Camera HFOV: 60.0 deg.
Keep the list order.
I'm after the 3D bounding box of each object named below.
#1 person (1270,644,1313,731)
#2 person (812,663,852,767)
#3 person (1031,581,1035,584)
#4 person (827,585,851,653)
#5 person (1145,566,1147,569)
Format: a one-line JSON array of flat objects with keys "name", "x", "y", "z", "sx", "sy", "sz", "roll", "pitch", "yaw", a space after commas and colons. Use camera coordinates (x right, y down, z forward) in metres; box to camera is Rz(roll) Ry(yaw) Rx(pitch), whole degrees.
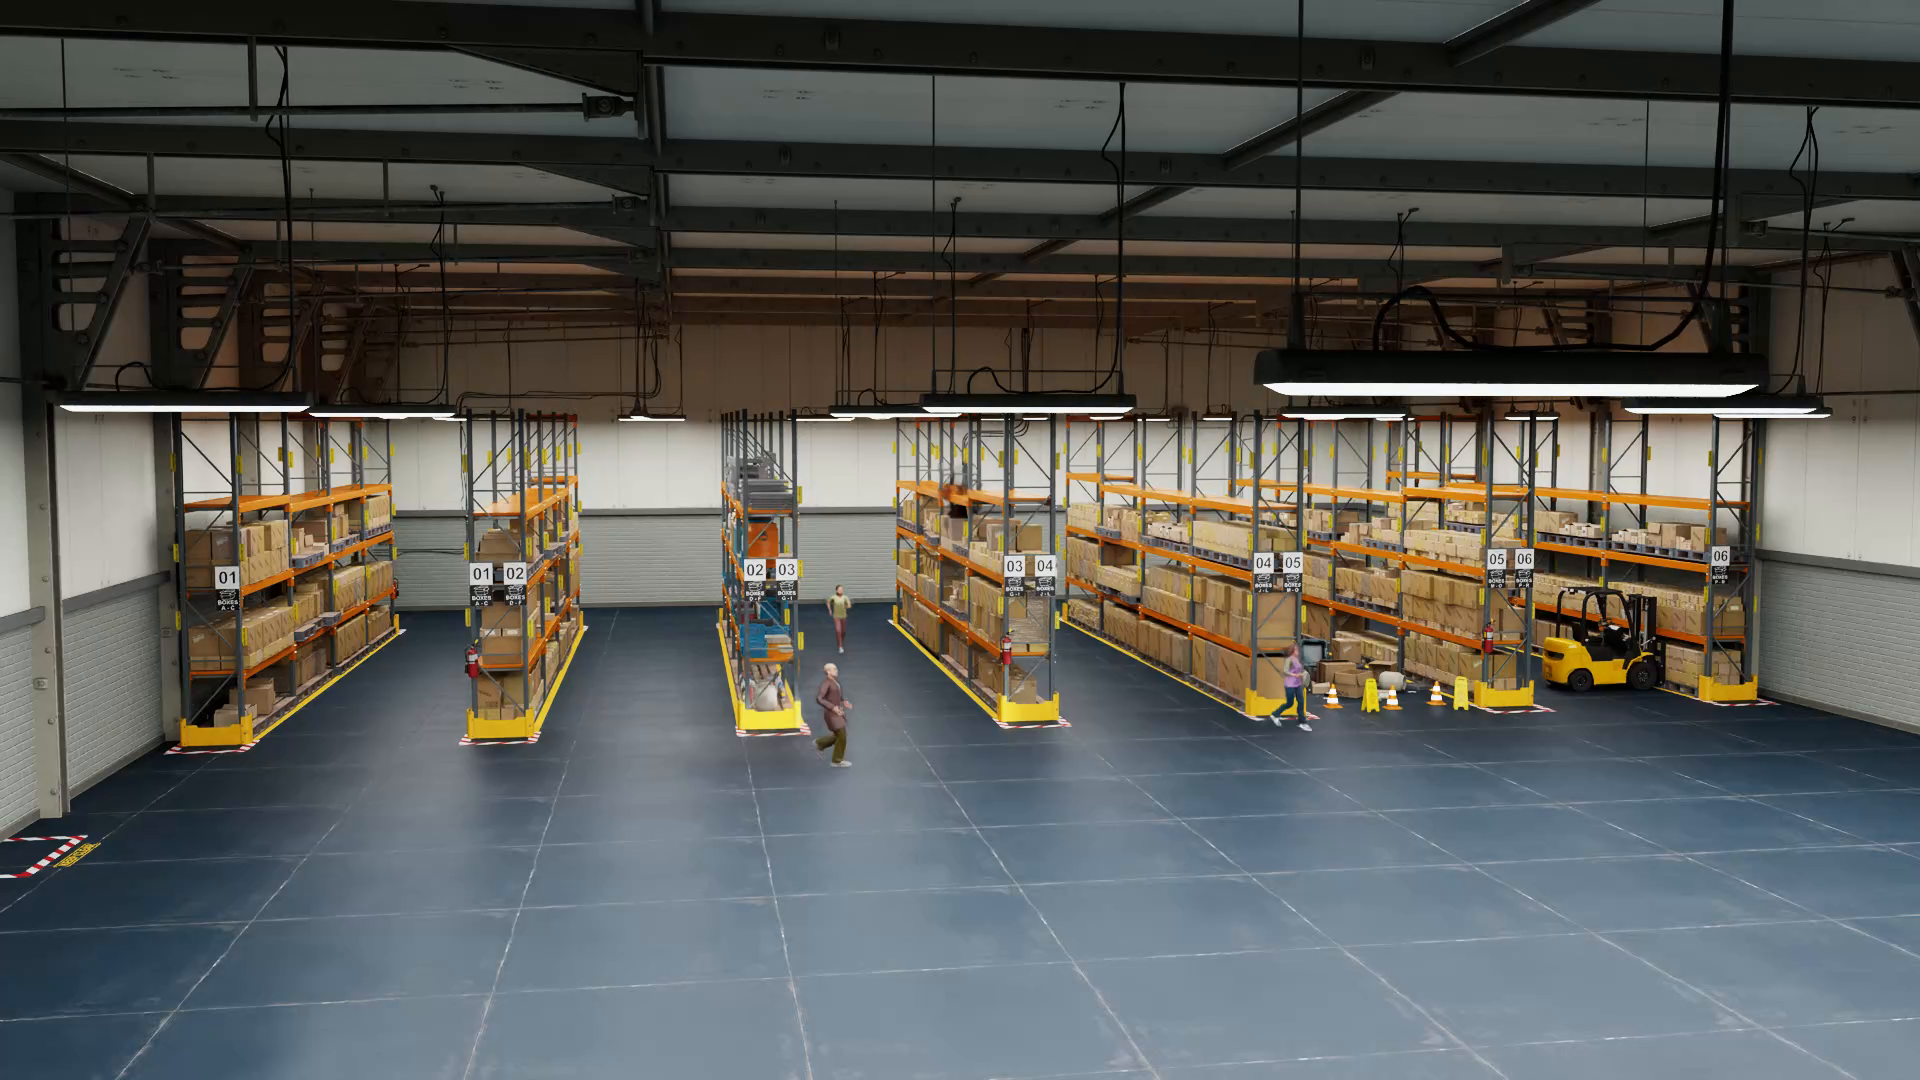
[{"name": "person", "x": 6.194, "y": 2.746, "z": 31.066, "sx": 0.807, "sy": 1.607, "sz": 0.546, "roll": 3, "pitch": 5, "yaw": 38}, {"name": "person", "x": -2.158, "y": 2.919, "z": 27.760, "sx": 0.746, "sy": 1.729, "sz": 0.712, "roll": 1, "pitch": 4, "yaw": 15}, {"name": "person", "x": 1.849, "y": 1.530, "z": 48.103, "sx": 0.746, "sy": 1.684, "sz": 0.560, "roll": 1, "pitch": 4, "yaw": 19}, {"name": "person", "x": -3.015, "y": 1.953, "z": 41.757, "sx": 0.575, "sy": 1.652, "sz": 0.970, "roll": -1, "pitch": 4, "yaw": -17}, {"name": "person", "x": 5.293, "y": 1.567, "z": 47.717, "sx": 0.587, "sy": 1.666, "sz": 0.937, "roll": -1, "pitch": 4, "yaw": -14}]
